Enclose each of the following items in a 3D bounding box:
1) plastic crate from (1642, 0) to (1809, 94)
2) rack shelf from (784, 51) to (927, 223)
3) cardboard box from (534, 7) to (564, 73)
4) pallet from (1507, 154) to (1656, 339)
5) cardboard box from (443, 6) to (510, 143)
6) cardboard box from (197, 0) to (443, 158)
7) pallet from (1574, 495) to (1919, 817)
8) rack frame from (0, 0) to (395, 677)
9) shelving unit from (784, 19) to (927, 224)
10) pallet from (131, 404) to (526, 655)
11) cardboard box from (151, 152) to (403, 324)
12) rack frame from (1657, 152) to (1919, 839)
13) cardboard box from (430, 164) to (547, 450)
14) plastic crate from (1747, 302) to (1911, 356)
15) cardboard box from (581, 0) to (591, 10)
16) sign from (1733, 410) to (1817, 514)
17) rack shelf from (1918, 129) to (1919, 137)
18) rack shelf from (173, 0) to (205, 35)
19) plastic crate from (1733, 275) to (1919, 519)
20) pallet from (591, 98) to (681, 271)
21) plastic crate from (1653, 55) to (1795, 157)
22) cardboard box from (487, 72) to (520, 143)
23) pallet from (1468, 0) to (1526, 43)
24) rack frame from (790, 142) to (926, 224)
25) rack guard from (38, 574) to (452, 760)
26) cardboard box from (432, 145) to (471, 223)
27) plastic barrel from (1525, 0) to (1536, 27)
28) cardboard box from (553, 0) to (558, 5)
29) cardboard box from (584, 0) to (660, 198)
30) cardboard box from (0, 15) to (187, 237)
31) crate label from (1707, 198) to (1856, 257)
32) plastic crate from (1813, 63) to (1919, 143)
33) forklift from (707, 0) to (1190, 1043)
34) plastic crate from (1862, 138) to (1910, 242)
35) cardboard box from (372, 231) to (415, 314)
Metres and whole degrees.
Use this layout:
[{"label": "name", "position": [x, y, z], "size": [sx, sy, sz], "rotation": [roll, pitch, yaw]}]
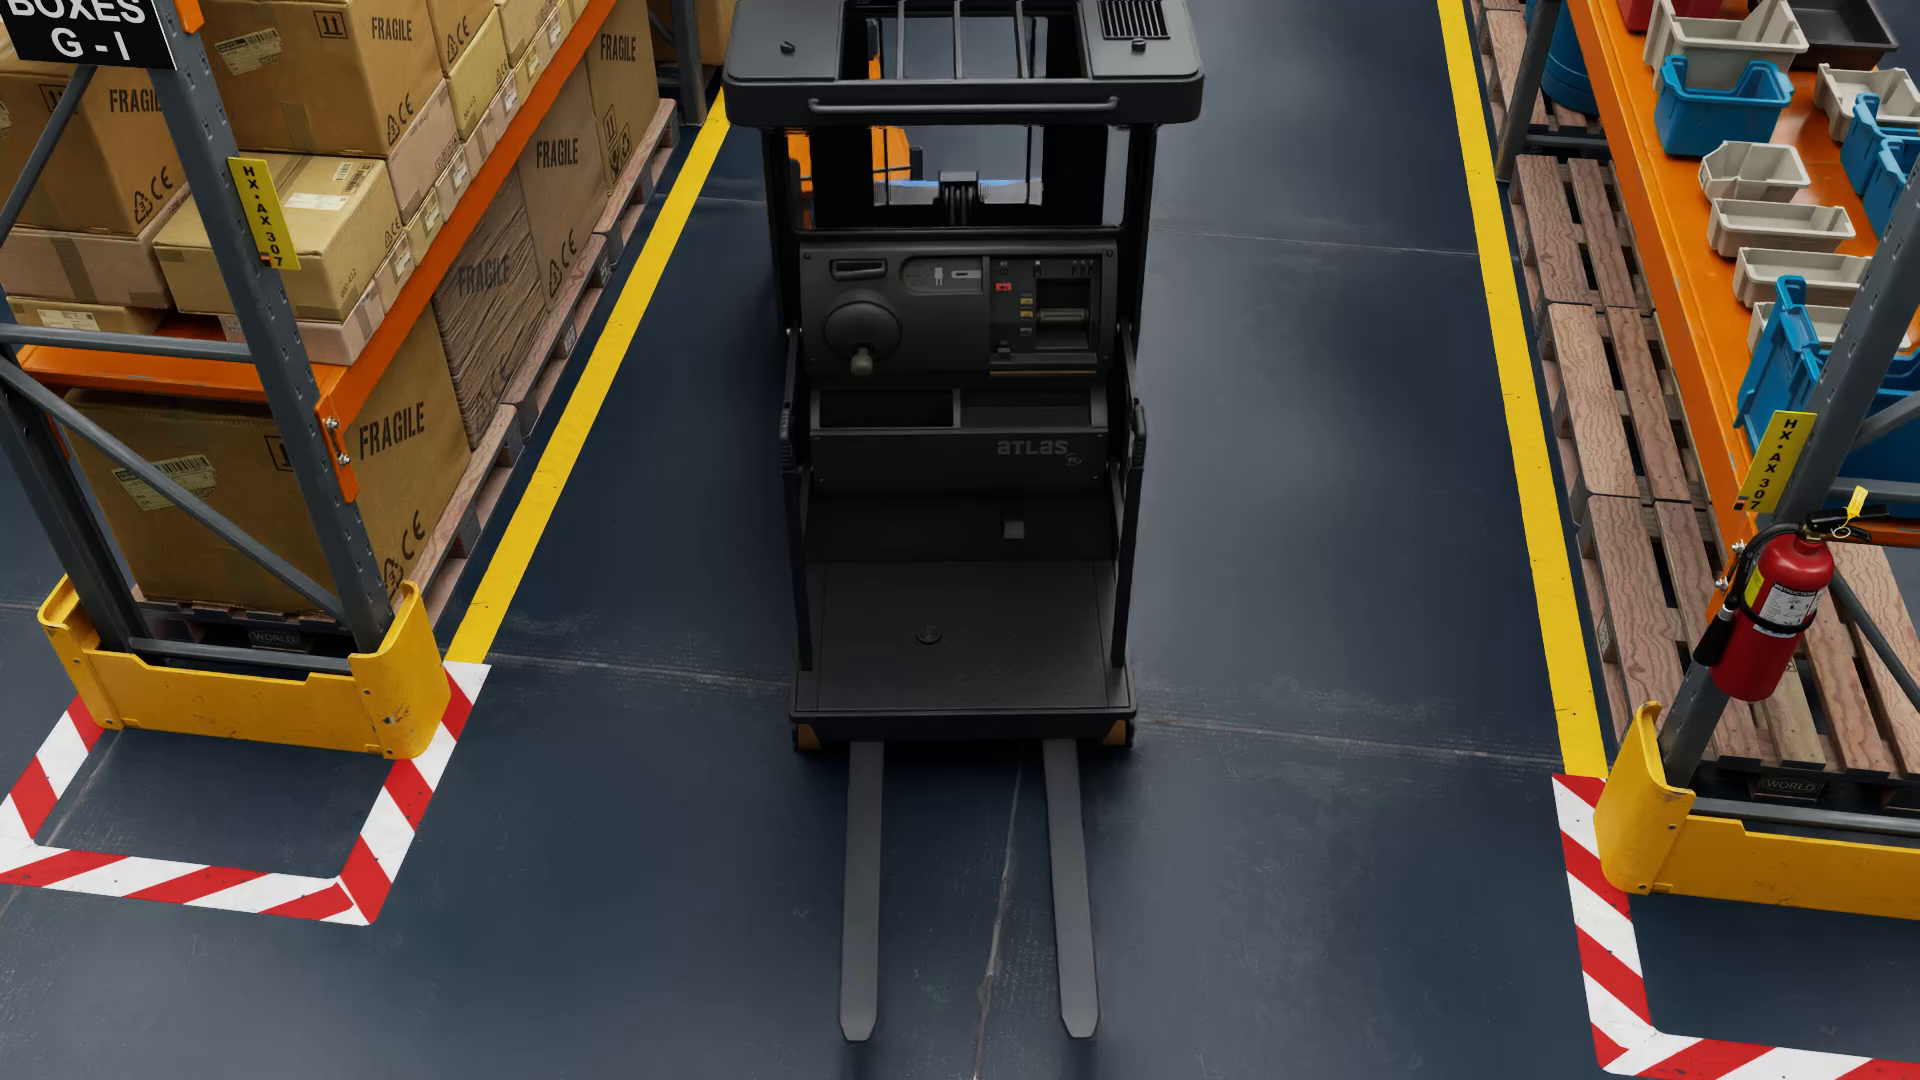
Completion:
[{"label": "plastic crate", "position": [2.724, -1.774, 5.985], "size": [0.437, 0.282, 0.530], "rotation": [5, 44, 6]}, {"label": "rack shelf", "position": [-0.485, -1.575, 6.670], "size": [0.538, 0.278, 1.000], "rotation": [-9, 44, -9]}, {"label": "cardboard box", "position": [-1.721, -1.892, 6.249], "size": [0.380, 0.149, 0.250], "rotation": [6, 44, 6]}, {"label": "pallet", "position": [3.049, -1.302, 7.472], "size": [1.003, 0.211, 1.213], "rotation": [5, 44, 6]}, {"label": "cardboard box", "position": [-1.867, -1.597, 5.647], "size": [0.500, 0.250, 0.500], "rotation": [4, 44, 4]}, {"label": "cardboard box", "position": [-1.933, -1.513, 5.013], "size": [0.500, 0.500, 0.500], "rotation": [4, 44, 4]}, {"label": "pallet", "position": [2.727, 0.361, 5.716], "size": [1.003, 0.211, 1.213], "rotation": [5, 44, 6]}, {"label": "rack frame", "position": [-2.330, -0.544, 4.643], "size": [1.000, 3.000, 0.127], "rotation": [5, 44, 6]}, {"label": "shelving unit", "position": [-0.485, -1.363, 6.871], "size": [0.538, 1.125, 1.048], "rotation": [-9, 44, -9]}, {"label": "pallet", "position": [-2.302, -0.083, 6.184], "size": [1.003, 0.211, 1.213], "rotation": [5, 44, 6]}, {"label": "cardboard box", "position": [-1.999, -0.900, 4.911], "size": [0.500, 0.250, 0.500], "rotation": [4, 44, 4]}, {"label": "rack frame", "position": [2.579, -0.093, 4.167], "size": [1.000, 3.000, 0.127], "rotation": [5, 44, 6]}, {"label": "cardboard box", "position": [-2.205, -0.988, 6.352], "size": [0.875, 0.875, 0.875], "rotation": [5, 44, 6]}, {"label": "plastic crate", "position": [2.508, -0.592, 4.841], "size": [0.396, 0.136, 0.243], "rotation": [5, 44, 6]}, {"label": "cardboard box", "position": [-1.653, -2.240, 6.616], "size": [0.380, 0.149, 0.250], "rotation": [6, 44, 6]}, {"label": "sign", "position": [2.032, -0.192, 4.152], "size": [0.100, 0.325, 0.005], "rotation": [5, 44, 6]}, {"label": "rack shelf", "position": [2.844, -2.284, 4.823], "size": [1.077, 0.370, 4.000], "rotation": [5, 44, 6]}, {"label": "rack shelf", "position": [-2.066, -2.735, 5.298], "size": [1.077, 0.370, 4.000], "rotation": [5, 44, 6]}, {"label": "plastic crate", "position": [2.438, -0.373, 4.393], "size": [0.616, 0.435, 0.499], "rotation": [5, 44, 6]}, {"label": "pallet", "position": [-1.979, -1.746, 7.941], "size": [1.003, 0.211, 1.213], "rotation": [5, 44, 6]}, {"label": "plastic crate", "position": [2.597, -1.477, 5.707], "size": [0.416, 0.233, 0.300], "rotation": [5, 44, 6]}, {"label": "cardboard box", "position": [-1.789, -1.541, 5.878], "size": [0.380, 0.149, 0.250], "rotation": [5, 44, 5]}, {"label": "pallet", "position": [3.410, -3.163, 9.437], "size": [1.003, 0.211, 1.213], "rotation": [5, 44, 6]}, {"label": "rack frame", "position": [-0.375, -1.022, 6.511], "size": [0.500, 1.125, 0.032], "rotation": [-9, 44, -9]}, {"label": "rack guard", "position": [-2.333, 0.380, 5.485], "size": [1.175, 0.500, 0.348], "rotation": [5, 44, 6]}, {"label": "cardboard box", "position": [-1.857, -1.192, 5.510], "size": [0.380, 0.149, 0.250], "rotation": [5, 44, 5]}, {"label": "plastic barrel", "position": [3.291, -3.062, 8.523], "size": [0.600, 0.901, 0.708], "rotation": [5, 44, 6]}, {"label": "cardboard box", "position": [-1.733, -2.298, 6.388], "size": [0.500, 0.250, 0.500], "rotation": [6, 44, 6]}, {"label": "cardboard box", "position": [-1.968, -2.208, 7.640], "size": [0.875, 0.875, 0.875], "rotation": [5, 44, 6]}, {"label": "cardboard box", "position": [-2.526, -1.225, 4.710], "size": [0.500, 0.500, 0.500], "rotation": [6, 44, 6]}, {"label": "crate label", "position": [2.573, -0.980, 5.251], "size": [0.396, 0.136, 0.243], "rotation": [5, 44, 6]}, {"label": "plastic crate", "position": [3.176, -1.531, 5.834], "size": [0.293, 0.136, 0.466], "rotation": [5, 44, 6]}, {"label": "forklift", "position": [-0.020, -0.592, 4.743], "size": [1.130, 2.935, 3.031], "rotation": [1, 43, 1]}, {"label": "plastic crate", "position": [3.112, -1.090, 5.298], "size": [0.416, 0.233, 0.300], "rotation": [5, 44, 6]}, {"label": "cardboard box", "position": [-1.924, -0.839, 5.138], "size": [0.380, 0.149, 0.250], "rotation": [5, 44, 5]}]
